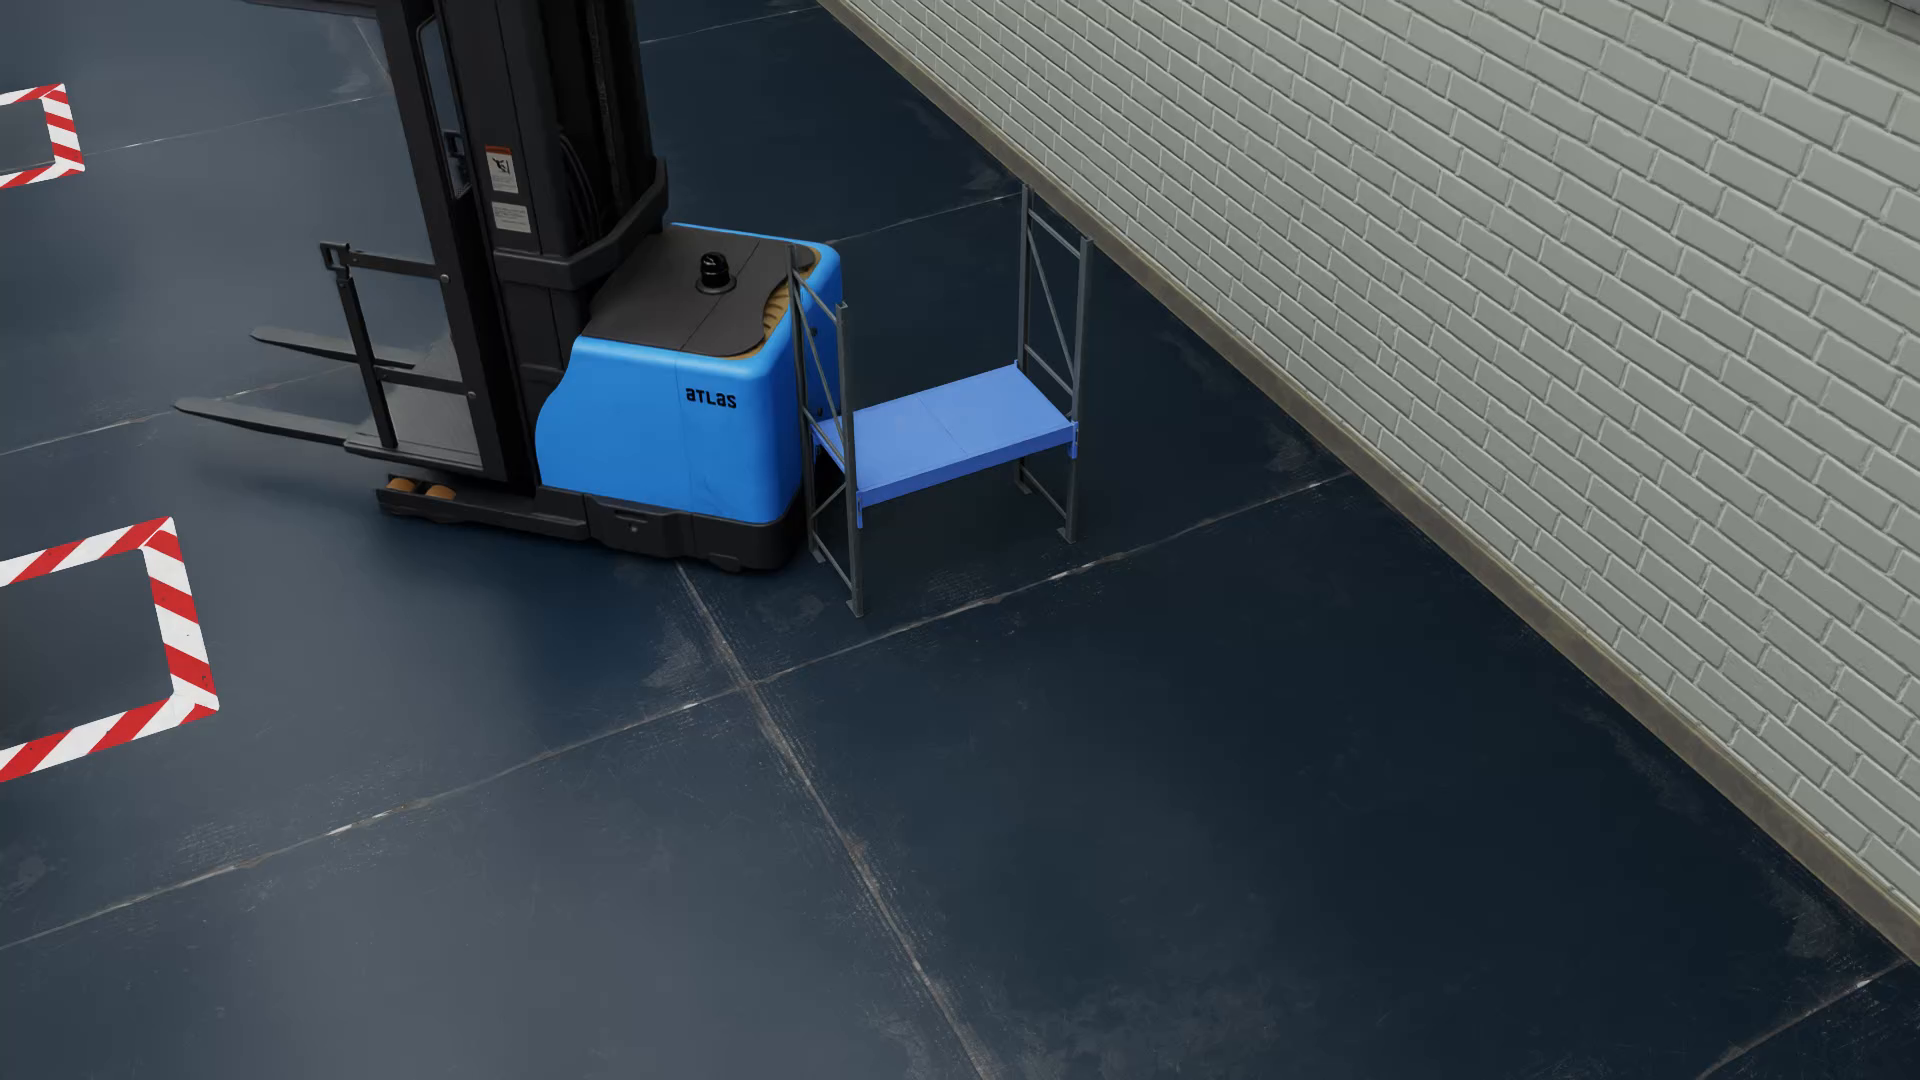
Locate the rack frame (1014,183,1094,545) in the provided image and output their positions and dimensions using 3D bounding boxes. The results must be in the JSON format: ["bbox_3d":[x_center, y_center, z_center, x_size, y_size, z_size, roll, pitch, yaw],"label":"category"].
[{"bbox_3d":[0.375,-0.699,6.915,0.032,1.500,0.500,-19,44,-21],"label":"rack frame"}]

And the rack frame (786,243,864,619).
[{"bbox_3d":[-0.527,-0.395,6.556,0.032,1.500,0.500,-19,44,-21],"label":"rack frame"}]

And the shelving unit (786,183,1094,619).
[{"bbox_3d":[-0.076,-0.547,6.735,1.048,1.500,0.538,-19,44,-21],"label":"shelving unit"}]

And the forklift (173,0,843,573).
[{"bbox_3d":[-2.069,-1.510,6.766,3.031,2.935,1.130,10,41,12],"label":"forklift"}]

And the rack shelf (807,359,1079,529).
[{"bbox_3d":[-0.076,-0.410,6.852,1.000,0.185,0.538,-19,44,-21],"label":"rack shelf"}]
